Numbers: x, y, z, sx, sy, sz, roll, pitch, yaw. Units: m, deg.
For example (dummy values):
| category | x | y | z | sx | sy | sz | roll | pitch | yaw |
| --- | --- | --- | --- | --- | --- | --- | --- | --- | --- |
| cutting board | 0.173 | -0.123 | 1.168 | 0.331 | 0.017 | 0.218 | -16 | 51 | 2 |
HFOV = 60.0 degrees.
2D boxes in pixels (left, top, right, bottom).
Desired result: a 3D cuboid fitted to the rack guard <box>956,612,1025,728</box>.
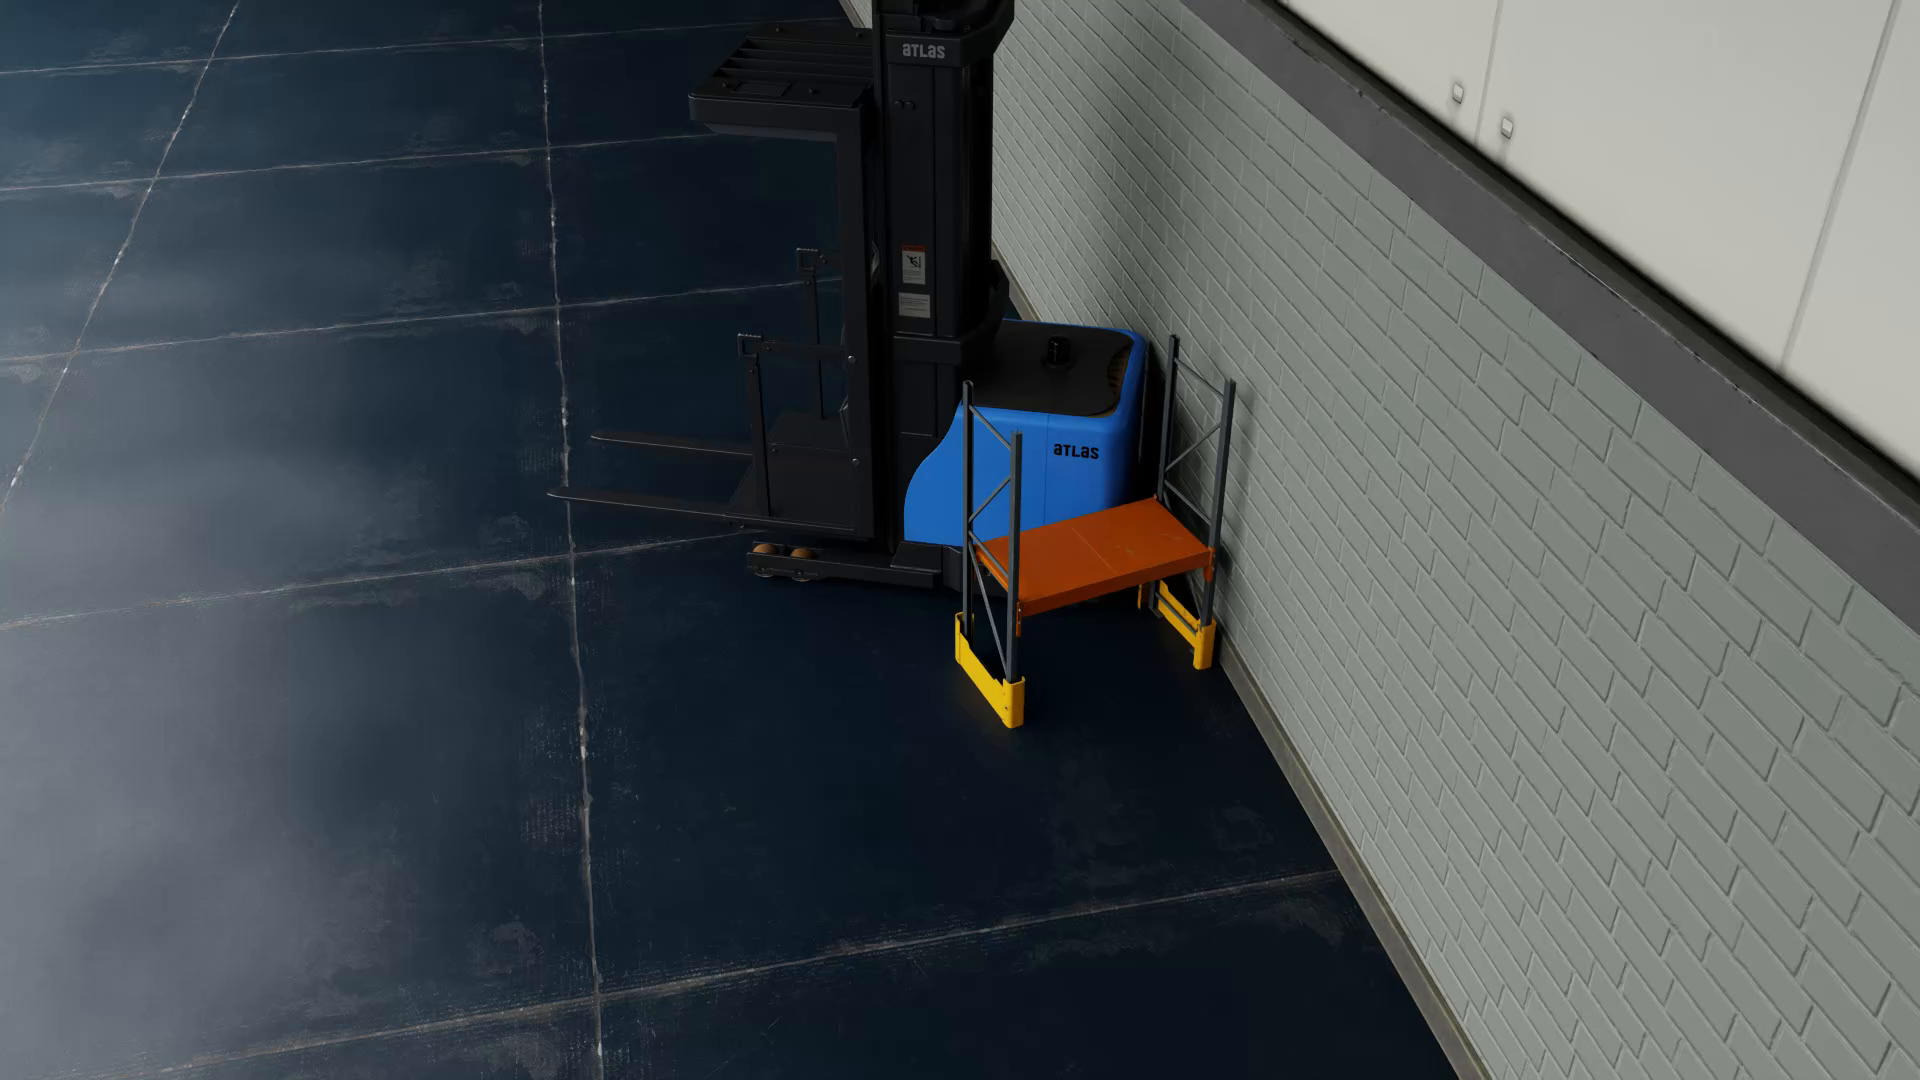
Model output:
| category | x | y | z | sx | sy | sz | roll | pitch | yaw |
| --- | --- | --- | --- | --- | --- | --- | --- | --- | --- |
| rack guard | 0.134 | 0.590 | 7.646 | 0.087 | 0.250 | 0.587 | -15 | 37 | -21 |

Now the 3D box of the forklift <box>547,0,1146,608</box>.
| category | x | y | z | sx | sy | sz | roll | pitch | yaw |
| --- | --- | --- | --- | --- | --- | --- | --- | --- | --- |
| forklift | -0.616 | -1.287 | 8.037 | 3.031 | 2.935 | 1.130 | 6 | 34 | 9 |

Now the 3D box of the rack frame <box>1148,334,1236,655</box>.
| category | x | y | z | sx | sy | sz | roll | pitch | yaw |
| --- | --- | --- | --- | --- | --- | --- | --- | --- | --- |
| rack frame | 1.053 | -0.169 | 7.655 | 0.032 | 1.500 | 0.500 | -15 | 37 | -21 |

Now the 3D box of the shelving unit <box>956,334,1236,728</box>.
| category | x | y | z | sx | sy | sz | roll | pitch | yaw |
| --- | --- | --- | --- | --- | --- | --- | --- | --- | --- |
| shelving unit | 0.585 | -0.046 | 7.473 | 1.083 | 1.500 | 0.587 | -15 | 37 | -21 |

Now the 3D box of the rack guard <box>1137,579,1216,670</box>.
| category | x | y | z | sx | sy | sz | roll | pitch | yaw |
| --- | --- | --- | --- | --- | --- | --- | --- | --- | --- |
| rack guard | 1.036 | 0.355 | 7.997 | 0.087 | 0.250 | 0.587 | -15 | 37 | -21 |

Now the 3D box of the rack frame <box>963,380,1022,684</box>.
| category | x | y | z | sx | sy | sz | roll | pitch | yaw |
| --- | --- | --- | --- | --- | --- | --- | --- | --- | --- |
| rack frame | 0.133 | 0.071 | 7.297 | 0.032 | 1.500 | 0.500 | -15 | 37 | -21 |

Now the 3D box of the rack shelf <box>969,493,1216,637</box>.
| category | x | y | z | sx | sy | sz | roll | pitch | yaw |
| --- | --- | --- | --- | --- | --- | --- | --- | --- | --- |
| rack shelf | 0.593 | 0.101 | 7.577 | 1.000 | 0.185 | 0.538 | -15 | 37 | -21 |
